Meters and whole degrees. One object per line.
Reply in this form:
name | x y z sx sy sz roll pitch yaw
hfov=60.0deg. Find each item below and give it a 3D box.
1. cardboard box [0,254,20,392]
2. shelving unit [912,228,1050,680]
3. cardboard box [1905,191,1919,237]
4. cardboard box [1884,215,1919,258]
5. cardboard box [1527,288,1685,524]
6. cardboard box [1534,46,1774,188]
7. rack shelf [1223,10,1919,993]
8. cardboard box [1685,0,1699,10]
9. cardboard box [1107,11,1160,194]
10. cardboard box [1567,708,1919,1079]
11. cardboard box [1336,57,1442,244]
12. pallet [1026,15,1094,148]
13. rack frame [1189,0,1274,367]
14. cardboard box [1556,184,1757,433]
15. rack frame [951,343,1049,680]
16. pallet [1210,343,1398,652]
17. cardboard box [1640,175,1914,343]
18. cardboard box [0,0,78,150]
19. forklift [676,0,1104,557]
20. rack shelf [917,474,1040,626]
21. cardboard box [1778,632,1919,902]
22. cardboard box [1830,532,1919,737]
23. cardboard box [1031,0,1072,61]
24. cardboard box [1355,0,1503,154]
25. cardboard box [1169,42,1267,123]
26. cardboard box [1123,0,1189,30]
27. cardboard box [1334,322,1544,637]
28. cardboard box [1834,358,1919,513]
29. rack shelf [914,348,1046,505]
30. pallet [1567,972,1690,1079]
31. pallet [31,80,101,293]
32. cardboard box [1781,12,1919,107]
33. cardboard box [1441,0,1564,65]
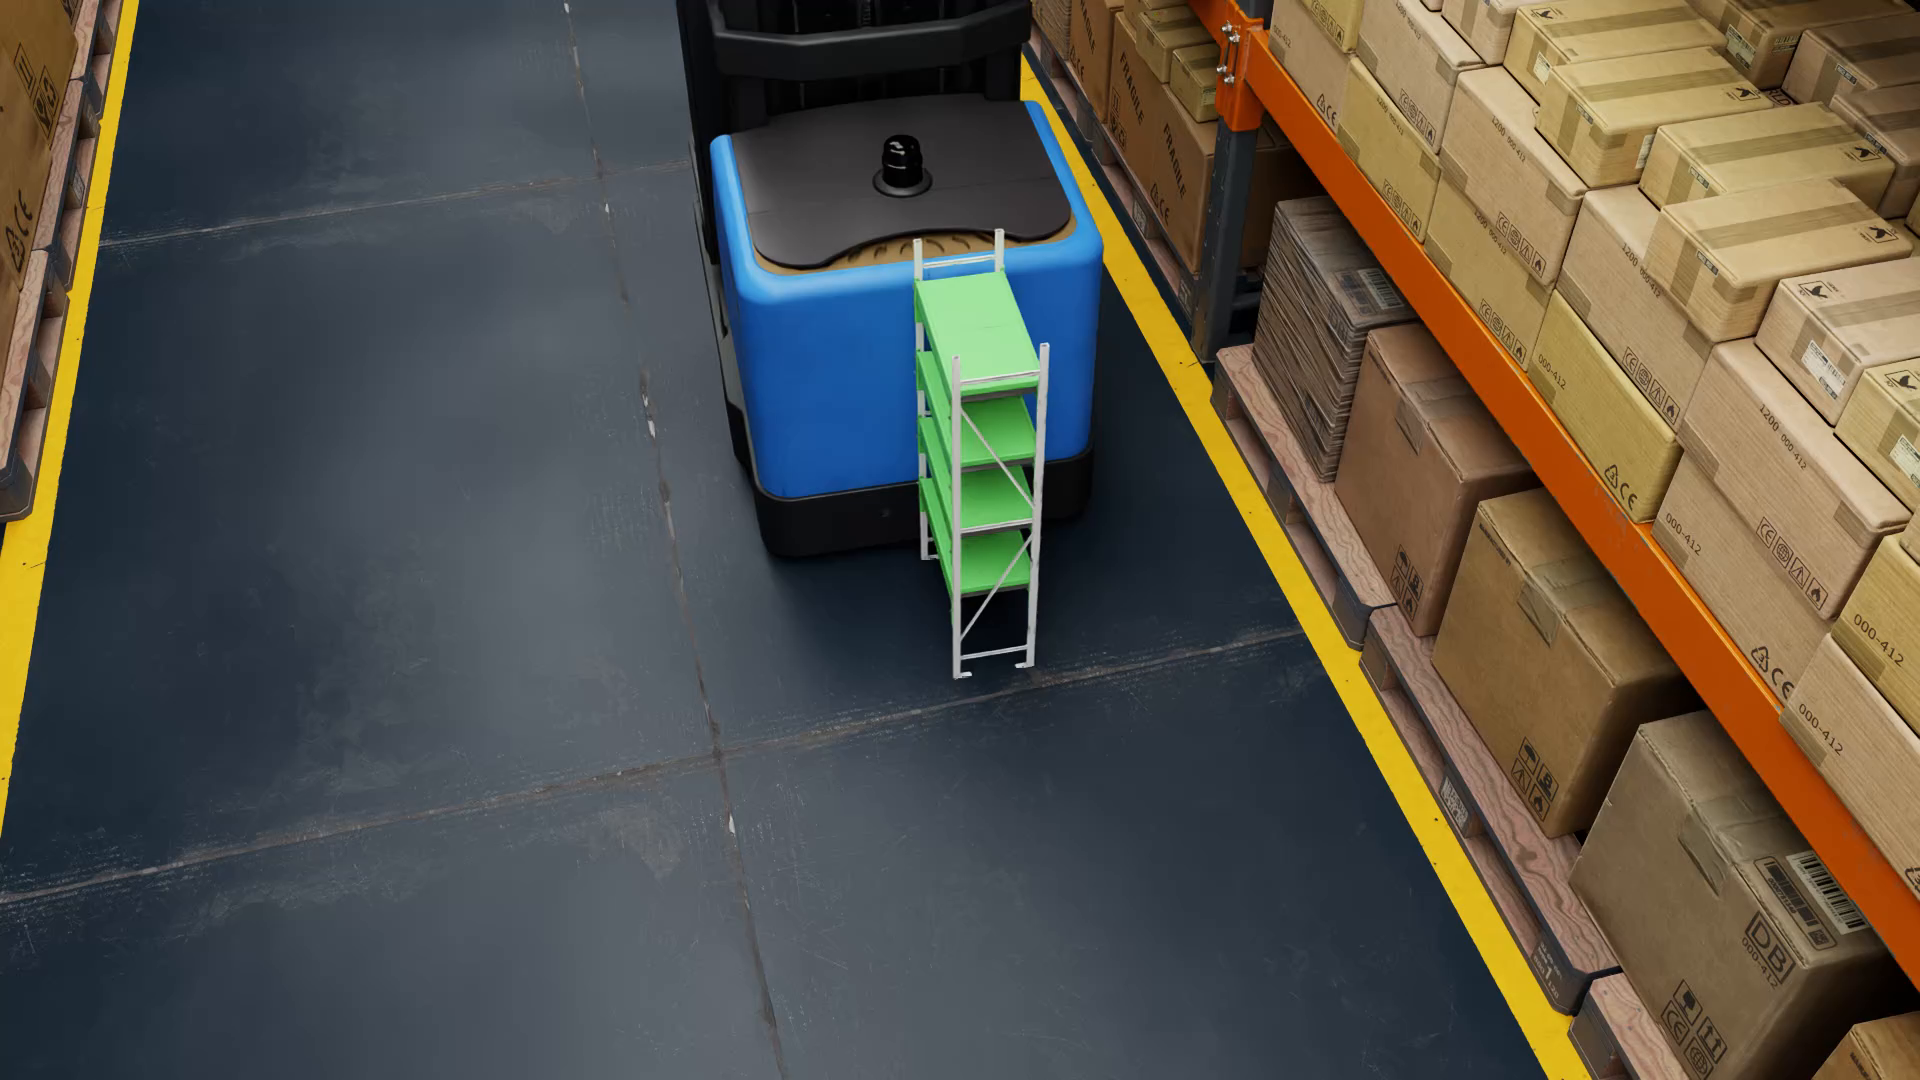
cardboard box | -3.576 -0.779 5.107 0.875 0.875 0.875 -11 47 -11
shelving unit | 0.047 -0.206 4.612 0.258 1.200 0.503 -9 46 -8
cardboard box | 2.114 -0.637 3.250 0.380 0.149 0.250 -10 46 -10
cardboard box | 2.081 -0.609 3.502 0.500 0.250 0.500 -12 47 -11
cardboard box | 1.589 -0.330 3.578 0.500 0.250 0.500 -9 46 -9
cardboard box | 1.455 -0.893 3.501 0.380 0.149 0.250 -10 46 -9
rack shelf | 1.830 -0.161 3.812 1.077 0.370 4.000 -11 47 -10
cardboard box | 1.909 -1.362 3.960 0.380 0.149 0.250 -12 47 -11
cardboard box | 0.884 -1.666 6.239 0.500 0.500 0.500 -11 47 -11
cardboard box | 2.006 0.756 3.777 0.875 0.625 0.625 -11 47 -11
cardboard box | 1.319 -1.042 4.276 0.500 0.250 0.500 -12 47 -11
pallet | 0.854 -2.181 7.240 1.003 0.211 1.213 -11 47 -10
rack frame | 1.318 -1.794 4.908 1.000 3.000 0.127 -11 47 -10
cardboard box | 1.594 -0.507 3.401 0.500 0.250 0.500 -10 46 -10
rack frame | 0.098 -0.036 4.445 0.240 1.200 0.015 -9 46 -8
pallet | 1.491 -0.243 5.340 1.003 0.211 1.213 -11 47 -10
cardboard box | 1.541 -0.535 3.150 0.380 0.149 0.250 -12 47 -11
cardboard box | -4.029 -2.013 6.316 0.875 0.875 0.875 -9 46 -9
forklift | -0.393 -2.045 5.202 1.130 2.935 3.031 -9 46 -8
rack shelf | 0.047 0.006 4.829 0.258 0.148 0.480 -9 46 -8
cardboard box | 1.826 0.374 2.888 0.500 0.250 0.500 -11 47 -11
cardboard box | 1.830 0.199 2.710 0.500 0.250 0.500 -12 47 -11
cardboard box | 0.596 -2.382 6.941 0.500 0.500 0.500 -12 47 -12
cardboard box | 1.322 -1.220 4.100 0.500 0.250 0.500 -9 46 -9
cardboard box | 0.946 -1.588 5.708 0.380 0.149 0.250 -13 47 -12
cardboard box | 0.822 -1.960 6.073 0.380 0.149 0.250 -12 47 -12
cardboard box | 1.639 -0.227 4.741 0.875 0.625 0.625 -9 46 -9
cardboard box | 1.742 -0.193 2.815 0.380 0.149 0.250 -12 47 -11
rack shelf | 0.047 -0.329 4.486 0.258 0.148 0.480 -9 46 -8
pallet | 2.115 1.442 3.689 1.003 0.211 1.213 -11 47 -10
pallet | -3.917 -1.307 6.383 1.003 0.211 1.213 -11 47 -10
cardboard box | 2.045 -1.010 3.615 0.380 0.149 0.250 -11 47 -11
cardboard box | 1.354 -1.247 3.848 0.380 0.149 0.250 -10 46 -10
